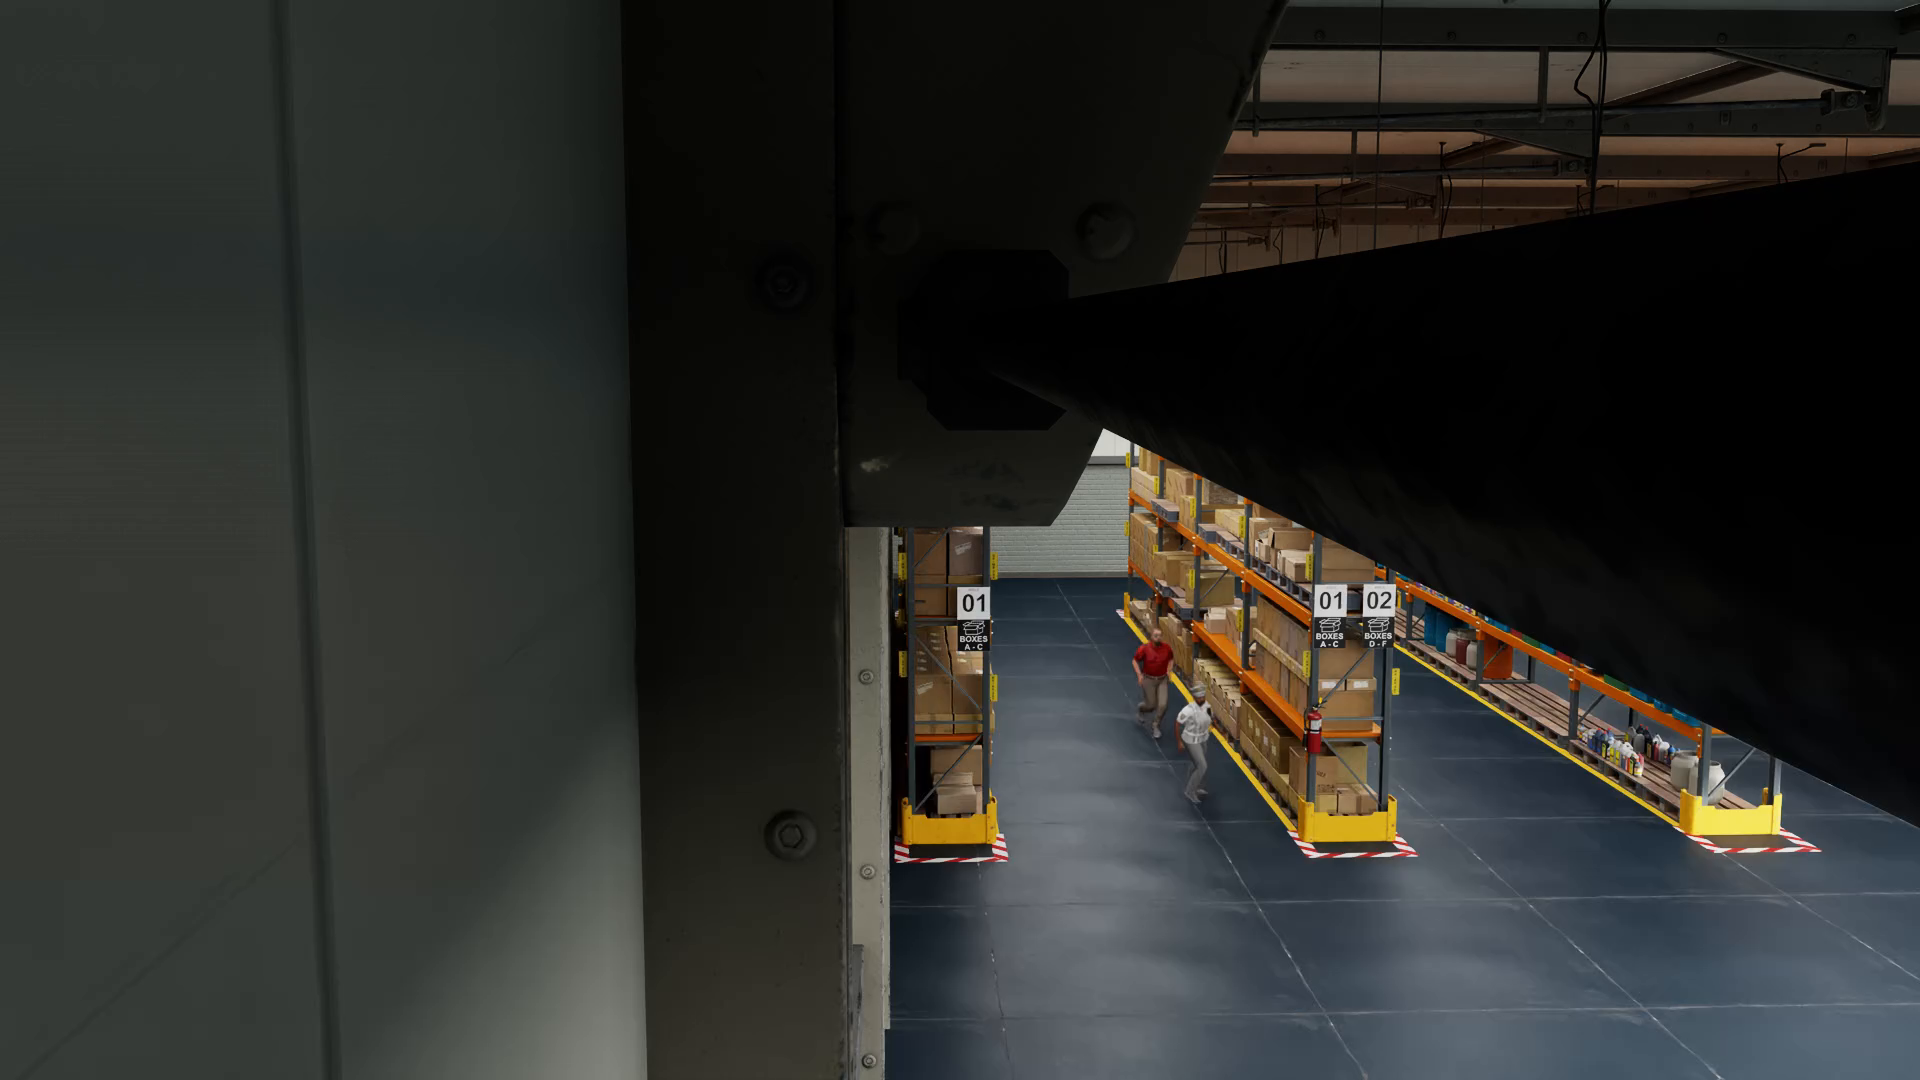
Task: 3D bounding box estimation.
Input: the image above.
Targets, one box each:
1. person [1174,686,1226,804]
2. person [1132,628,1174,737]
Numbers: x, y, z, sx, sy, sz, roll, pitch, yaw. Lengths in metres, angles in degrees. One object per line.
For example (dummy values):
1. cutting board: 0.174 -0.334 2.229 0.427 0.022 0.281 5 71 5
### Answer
1. person: 3.211 2.721 22.263 0.615 1.636 0.750 -7 10 -43
2. person: 3.027 2.197 25.974 0.675 1.686 0.636 -2 8 -15
